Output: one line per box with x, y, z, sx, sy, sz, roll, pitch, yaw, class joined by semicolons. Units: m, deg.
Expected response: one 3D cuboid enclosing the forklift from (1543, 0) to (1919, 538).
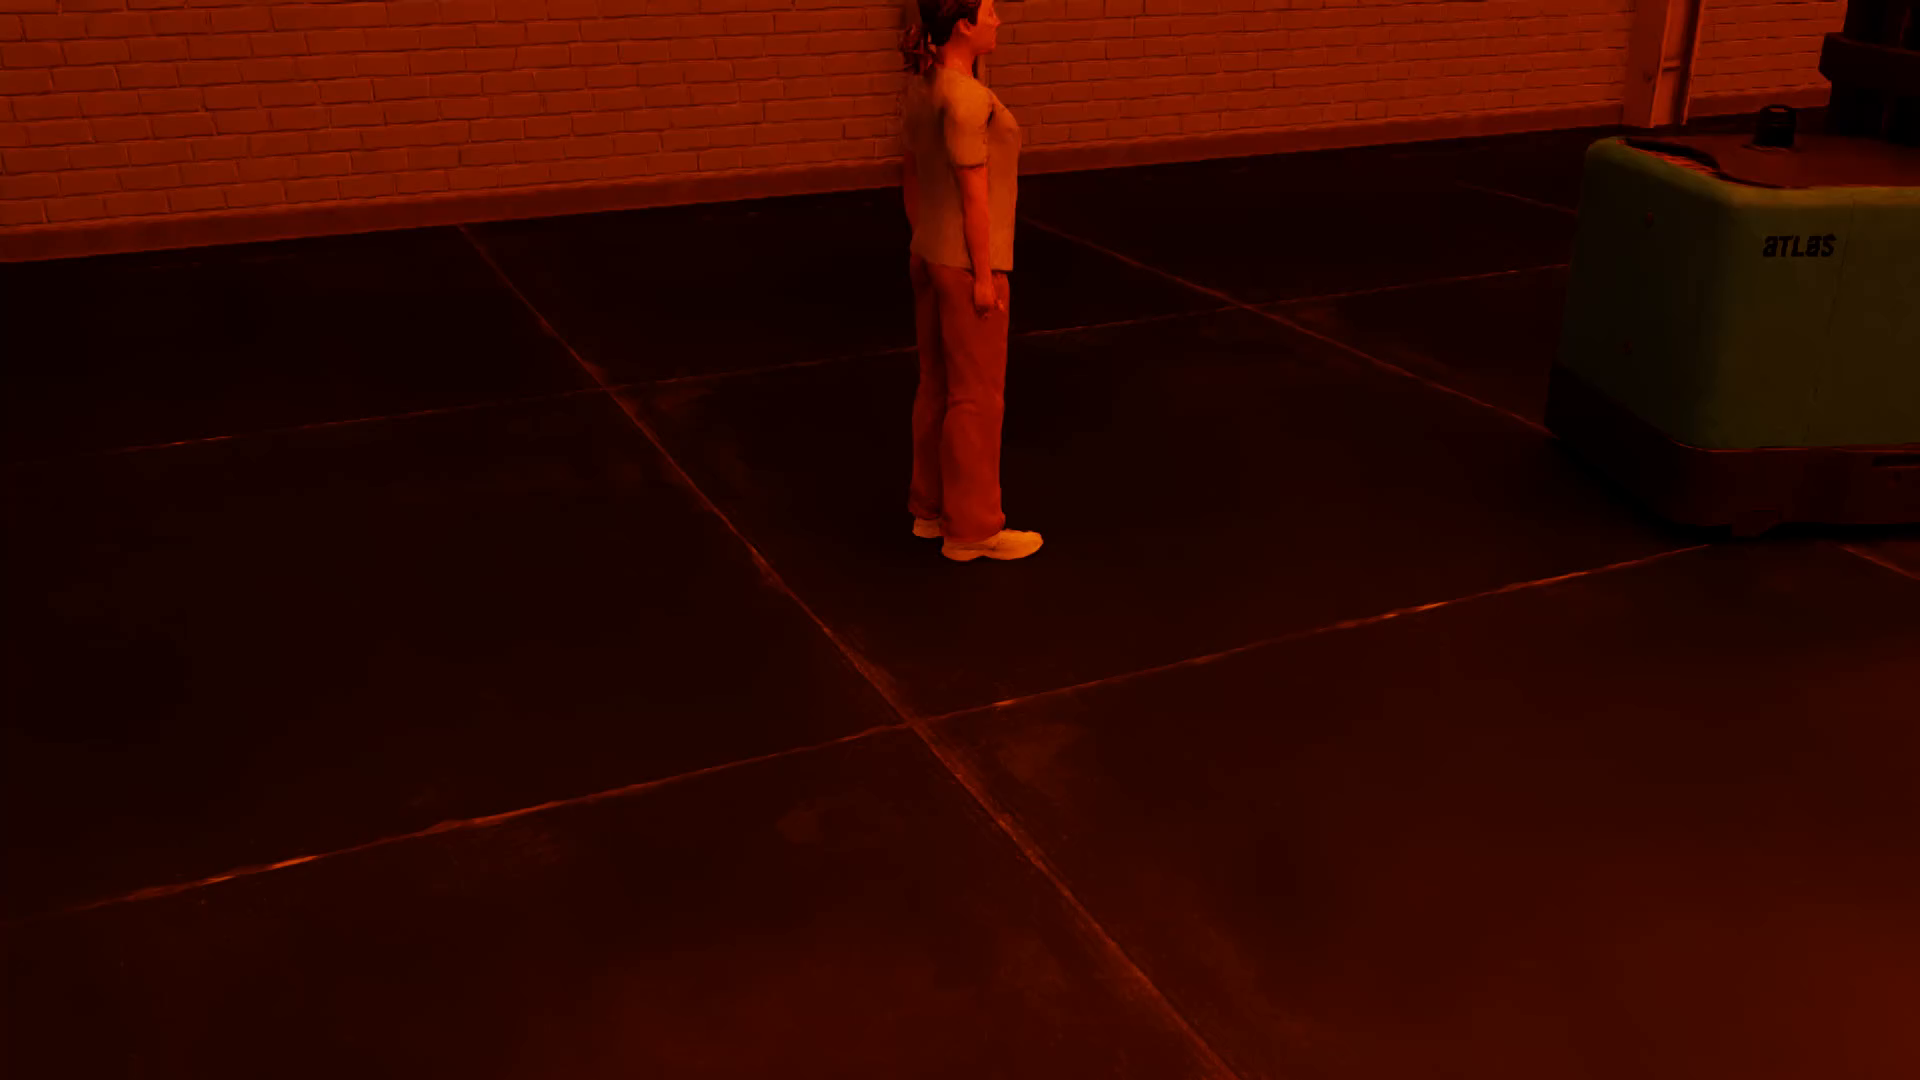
3.616;-1.578;5.085;3.031;2.935;1.130;-2;23;-5;forklift

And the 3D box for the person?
0.007;-0.774;4.791;0.365;1.673;0.429;-10;25;-23;person
